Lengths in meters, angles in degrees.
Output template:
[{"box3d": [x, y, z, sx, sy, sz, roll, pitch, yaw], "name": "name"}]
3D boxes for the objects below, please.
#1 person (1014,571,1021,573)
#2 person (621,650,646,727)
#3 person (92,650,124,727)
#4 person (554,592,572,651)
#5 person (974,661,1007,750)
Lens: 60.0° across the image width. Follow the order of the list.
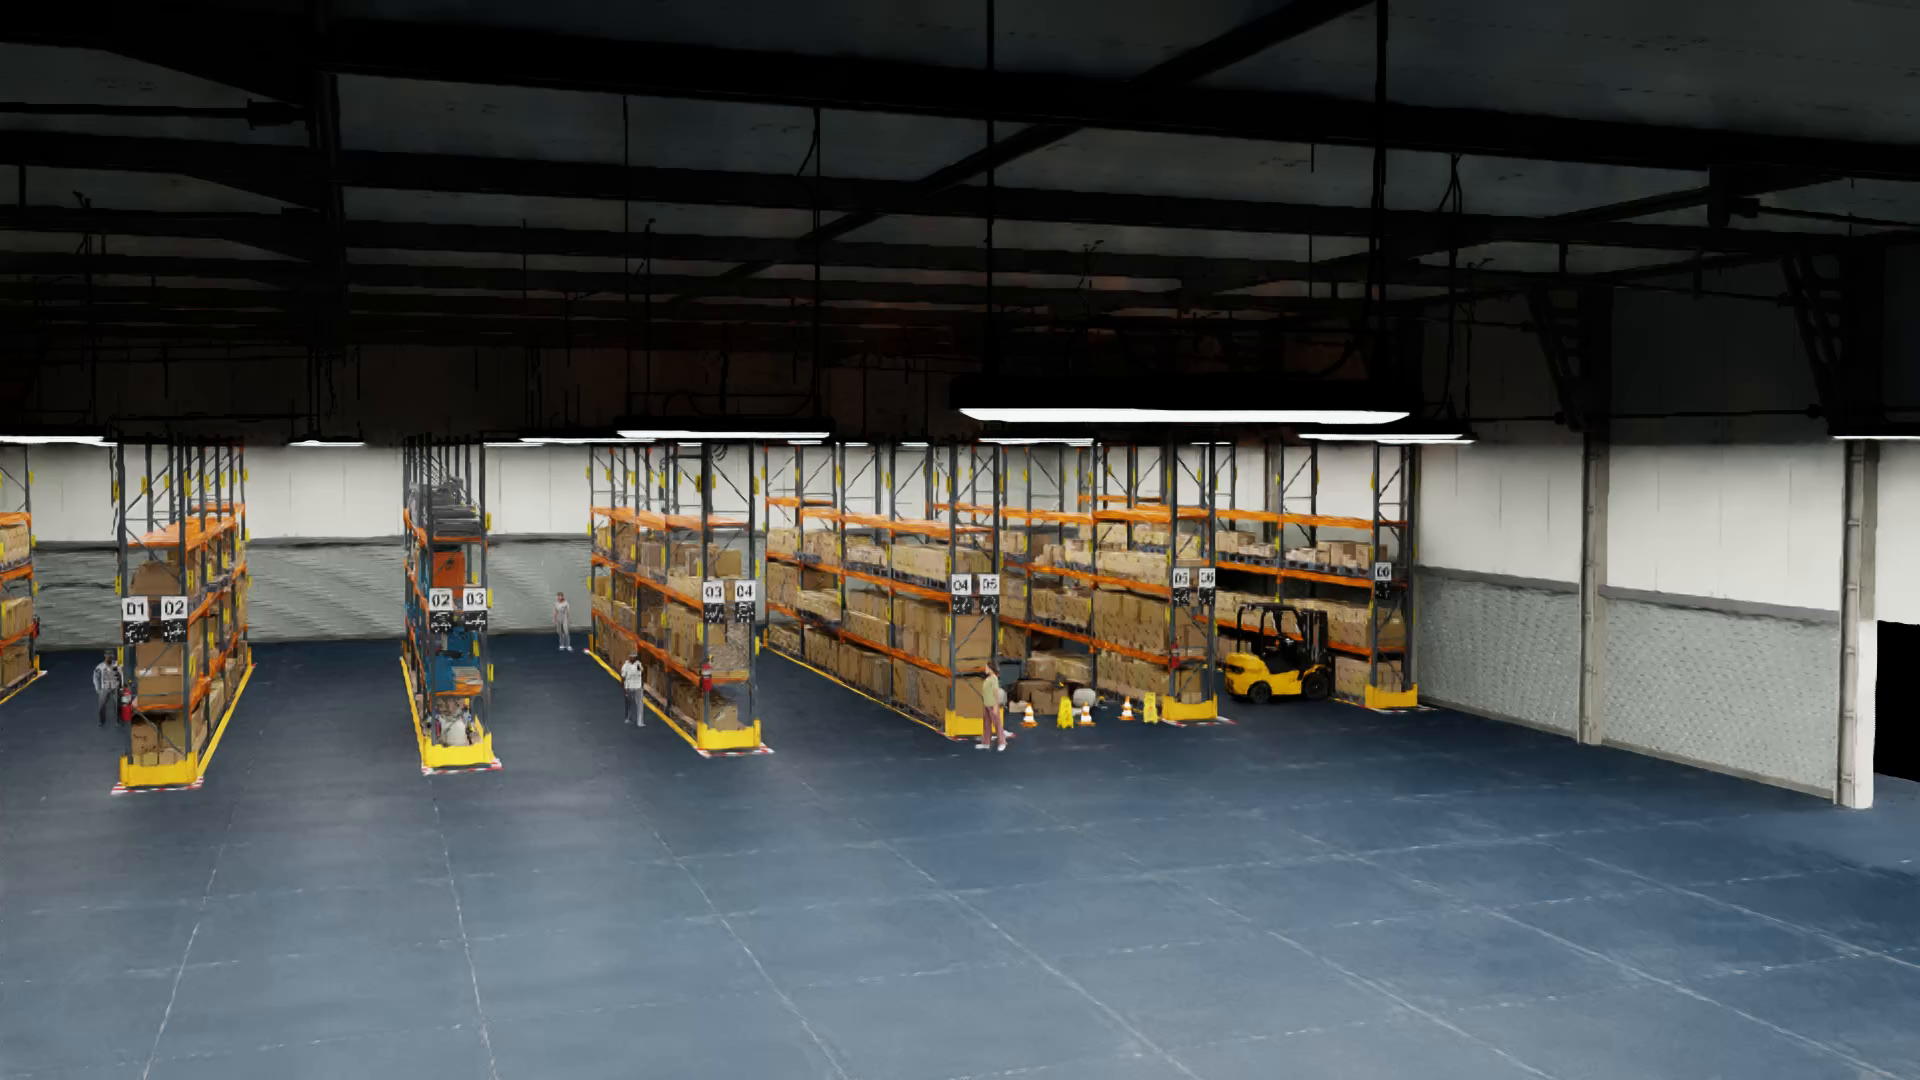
[{"box3d": [1.958, 1.855, 54.193, 0.579, 1.742, 0.605, 2, 4, 29], "name": "person"}, {"box3d": [-6.713, 3.020, 34.103, 0.456, 1.589, 1.088, -1, 3, -17], "name": "person"}, {"box3d": [-17.387, 3.028, 34.020, 0.639, 1.632, 0.512, -1, 3, -22], "name": "person"}, {"box3d": [-11.242, 2.291, 47.165, 0.540, 1.660, 0.465, 0, 3, 5], "name": "person"}, {"box3d": [0.582, 3.135, 31.561, 0.571, 1.668, 0.626, -1, 3, -17], "name": "person"}]
